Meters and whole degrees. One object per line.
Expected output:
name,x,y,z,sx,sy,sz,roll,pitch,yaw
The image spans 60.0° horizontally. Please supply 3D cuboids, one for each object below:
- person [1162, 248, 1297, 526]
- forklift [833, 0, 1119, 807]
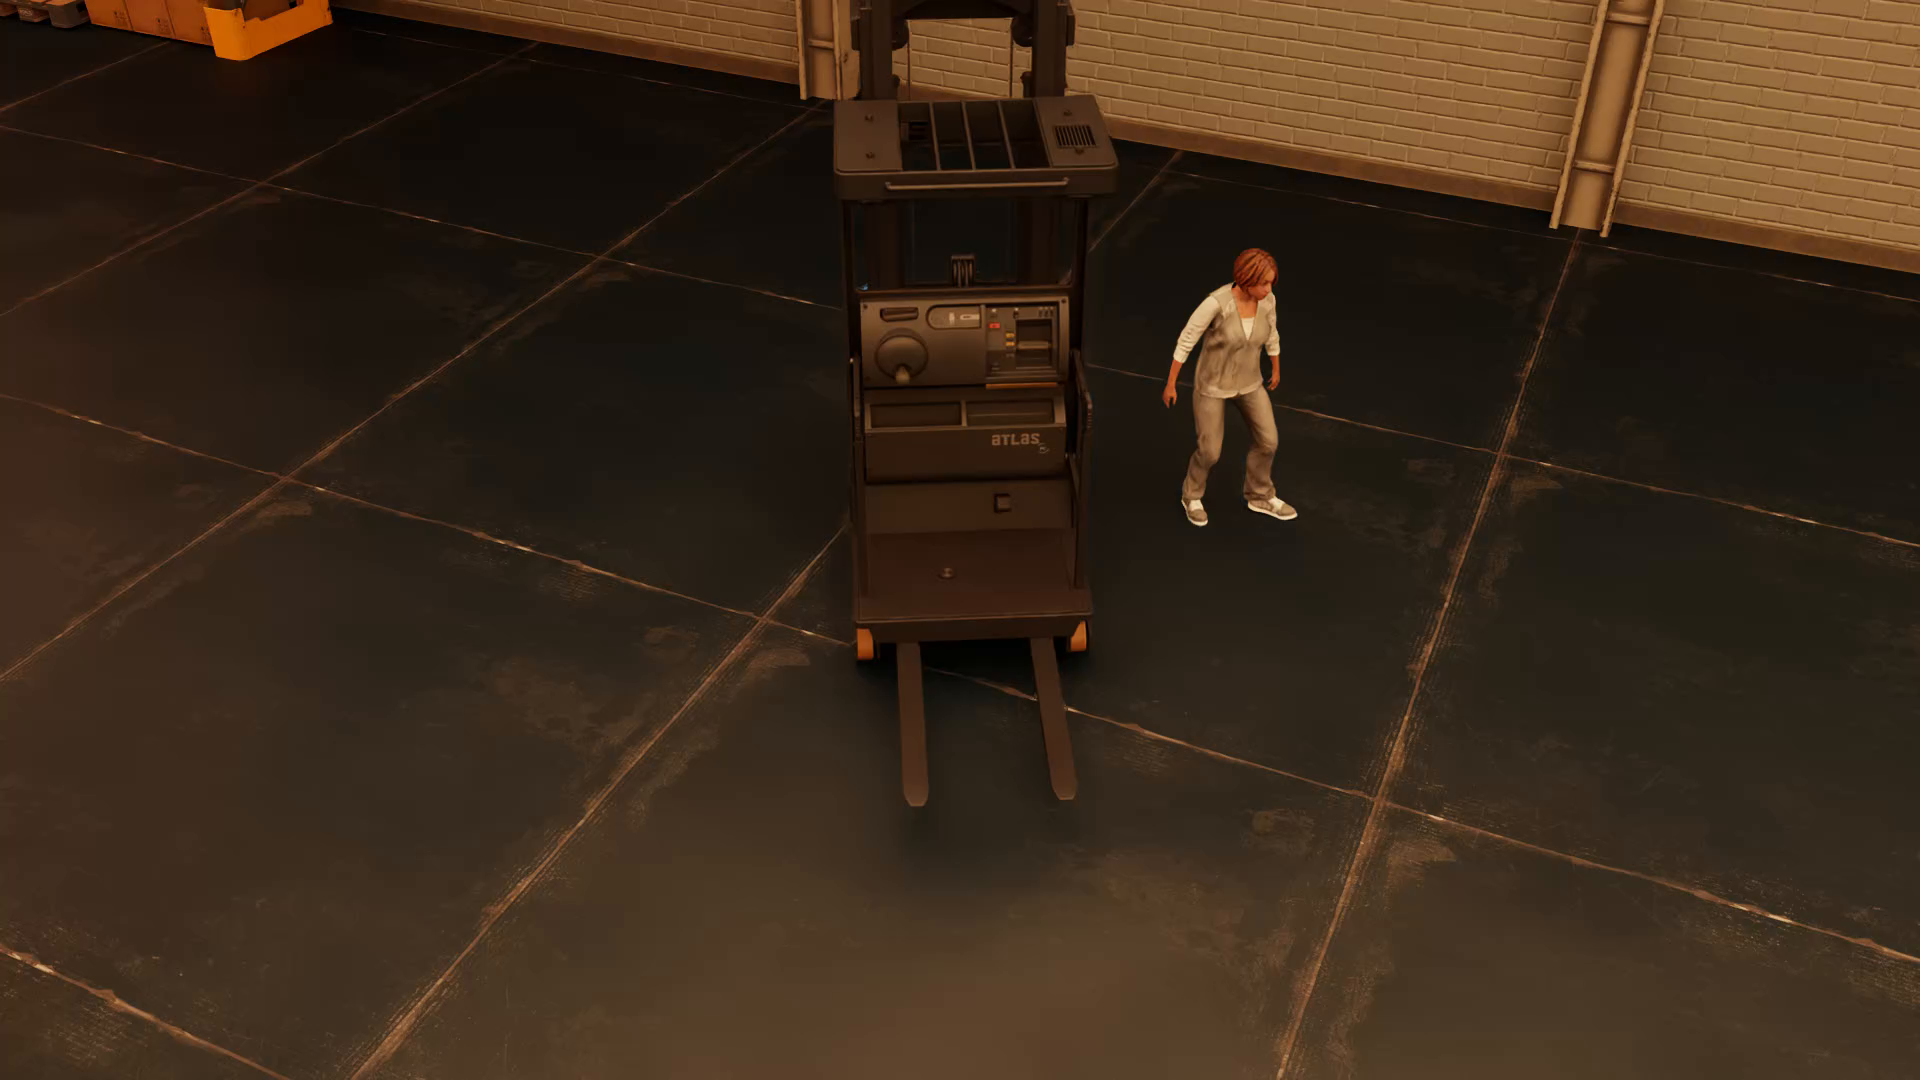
person,1.377,-0.770,8.353,0.725,1.567,0.397,-12,37,-16
forklift,0.038,-0.825,7.243,1.130,2.935,3.031,-2,36,-3
